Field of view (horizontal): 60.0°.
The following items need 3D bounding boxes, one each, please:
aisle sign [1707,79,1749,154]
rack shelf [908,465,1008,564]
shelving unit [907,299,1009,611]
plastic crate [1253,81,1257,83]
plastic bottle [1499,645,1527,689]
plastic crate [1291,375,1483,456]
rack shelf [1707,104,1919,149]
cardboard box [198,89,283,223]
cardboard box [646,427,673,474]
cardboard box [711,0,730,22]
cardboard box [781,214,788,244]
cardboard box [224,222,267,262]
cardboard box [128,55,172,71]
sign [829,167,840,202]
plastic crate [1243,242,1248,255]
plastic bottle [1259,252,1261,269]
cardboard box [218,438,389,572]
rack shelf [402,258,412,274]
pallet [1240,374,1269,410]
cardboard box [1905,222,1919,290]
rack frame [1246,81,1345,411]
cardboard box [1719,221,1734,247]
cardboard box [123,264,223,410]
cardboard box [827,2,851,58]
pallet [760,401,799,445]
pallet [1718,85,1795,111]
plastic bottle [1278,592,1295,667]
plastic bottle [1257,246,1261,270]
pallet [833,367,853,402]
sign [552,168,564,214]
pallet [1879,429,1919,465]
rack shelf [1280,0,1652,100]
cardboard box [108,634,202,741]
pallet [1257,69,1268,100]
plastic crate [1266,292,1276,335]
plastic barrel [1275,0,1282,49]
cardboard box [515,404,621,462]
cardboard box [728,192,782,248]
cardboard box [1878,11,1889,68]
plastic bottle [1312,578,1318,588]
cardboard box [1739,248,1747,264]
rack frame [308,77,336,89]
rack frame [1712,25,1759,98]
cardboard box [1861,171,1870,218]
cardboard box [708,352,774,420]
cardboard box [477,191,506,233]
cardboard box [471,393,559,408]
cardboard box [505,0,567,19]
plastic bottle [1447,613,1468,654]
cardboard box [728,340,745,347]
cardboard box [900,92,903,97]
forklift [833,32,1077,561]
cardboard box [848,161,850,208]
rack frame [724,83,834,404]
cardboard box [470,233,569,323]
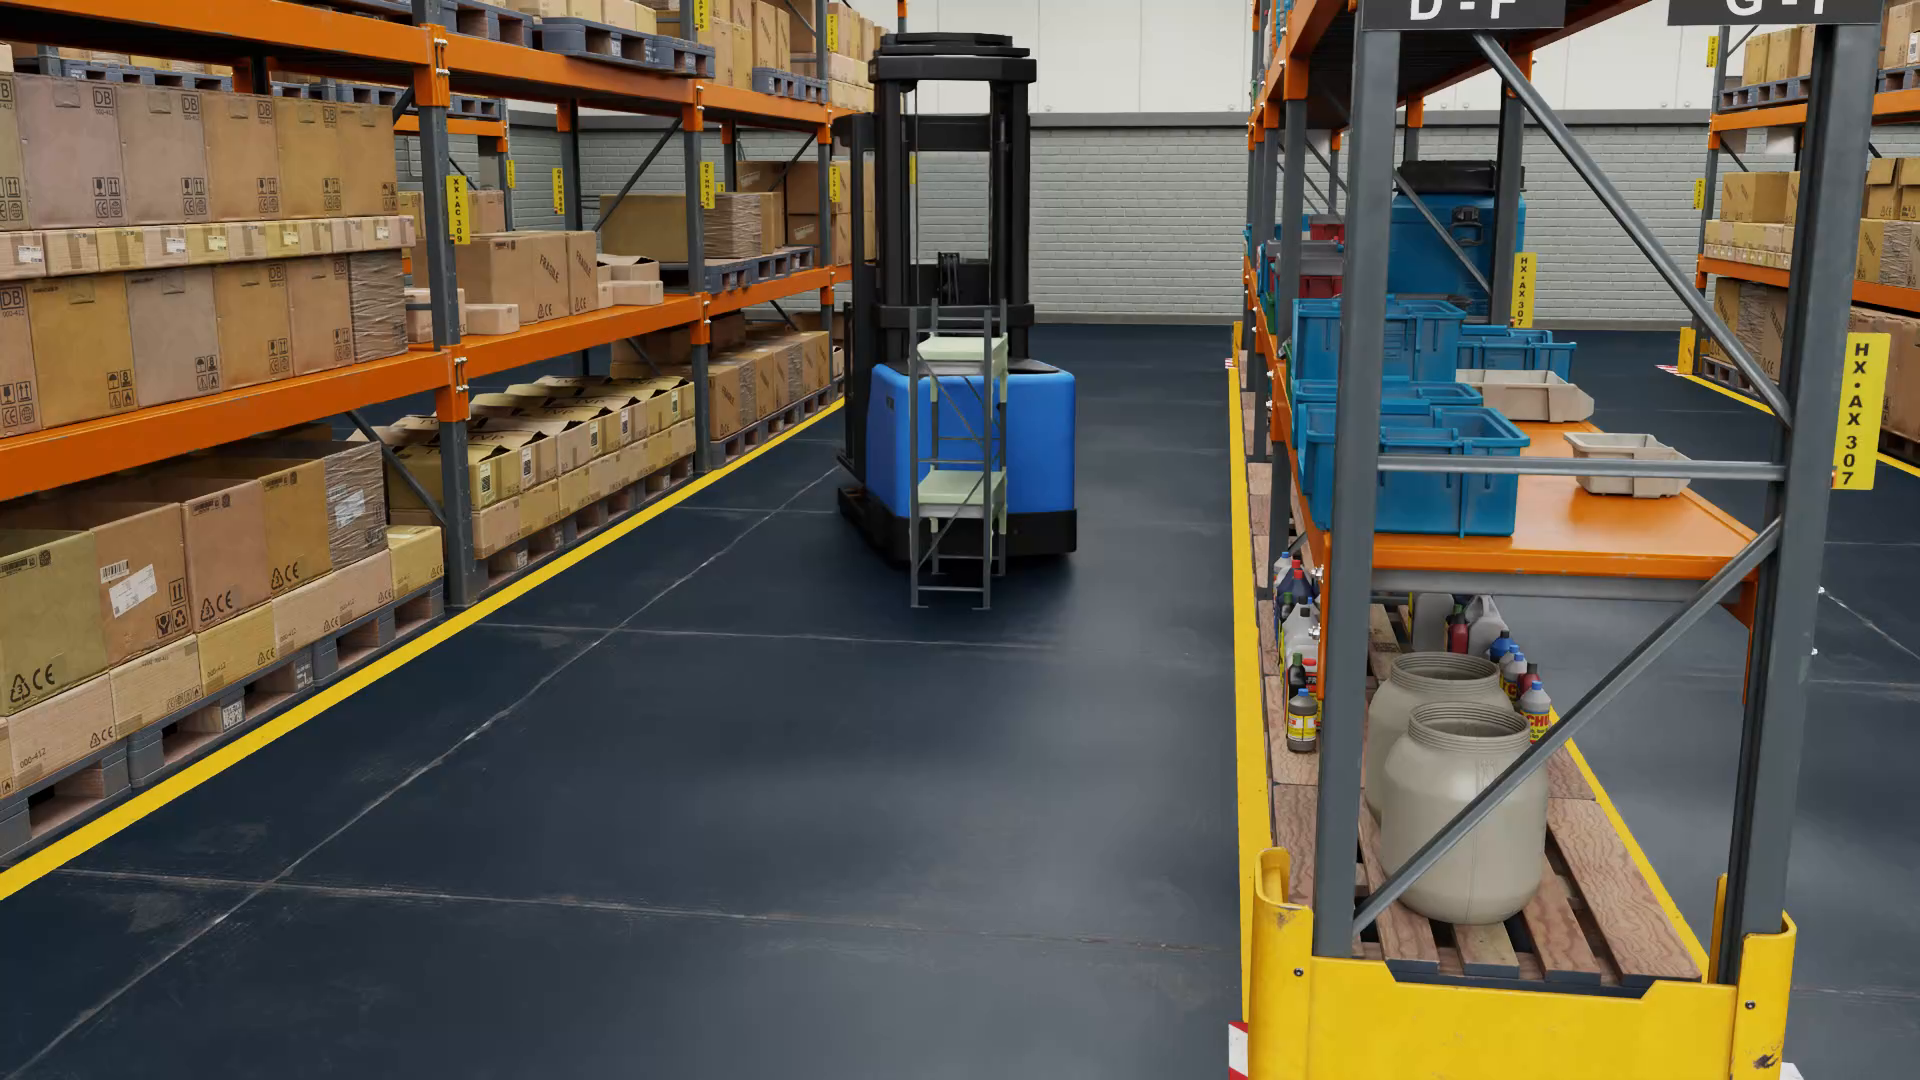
[{"bbox_3d":[8.385,-4.615,18.118,0.394,0.787,0.004,2,12,9],"label":"aisle sign"},{"bbox_3d":[0.001,-0.144,8.647,0.431,0.370,0.720,2,12,7],"label":"rack shelf"},{"bbox_3d":[0.001,-0.462,8.579,0.431,1.500,0.755,2,12,7],"label":"shelving unit"},{"bbox_3d":[2.986,-4.232,15.788,0.416,0.233,0.300,2,12,9],"label":"plastic crate"},{"bbox_3d":[1.971,0.510,5.941,0.097,0.271,0.097,0,12,0],"label":"plastic bottle"},{"bbox_3d":[1.203,-0.326,4.738,0.499,0.251,0.408,2,12,9],"label":"plastic crate"},{"bbox_3d":[8.363,-4.018,16.106,1.077,0.370,4.000,2,12,9],"label":"rack shelf"},{"bbox_3d":[-3.179,-1.525,6.631,0.700,0.500,0.500,2,12,9],"label":"cardboard box"},{"bbox_3d":[-2.263,-0.613,11.245,0.500,0.250,0.500,2,12,8],"label":"cardboard box"},{"bbox_3d":[-2.117,-4.283,13.017,0.500,0.500,0.500,2,12,9],"label":"cardboard box"},{"bbox_3d":[-1.909,-2.970,16.418,0.500,0.500,0.500,2,12,10],"label":"cardboard box"},{"bbox_3d":[-2.990,-1.182,6.580,0.380,0.149,0.250,2,12,10],"label":"cardboard box"},{"bbox_3d":[-7.098,-4.196,13.941,0.700,0.500,0.500,3,12,12],"label":"cardboard box"},{"bbox_3d":[-1.183,-3.358,15.705,0.100,0.325,0.005,2,12,9],"label":"sign"},{"bbox_3d":[3.178,-3.135,17.902,0.250,0.136,0.298,2,12,9],"label":"plastic crate"},{"bbox_3d":[2.536,-2.262,13.664,0.152,0.276,0.135,2,12,9],"label":"plastic bottle"},{"bbox_3d":[-2.907,-0.164,7.384,0.500,0.500,0.500,2,12,9],"label":"cardboard box"},{"bbox_3d":[-6.320,-3.033,18.656,1.077,0.370,4.000,2,12,9],"label":"rack shelf"},{"bbox_3d":[3.236,-1.439,16.169,1.003,0.211,1.213,2,12,9],"label":"pallet"},{"bbox_3d":[7.510,-2.132,12.528,0.500,0.500,0.500,2,12,10],"label":"cardboard box"},{"bbox_3d":[3.161,-2.648,15.159,1.000,3.000,0.127,2,12,9],"label":"rack frame"},{"bbox_3d":[8.257,-3.192,17.336,0.500,0.250,0.500,2,12,8],"label":"cardboard box"},{"bbox_3d":[-3.258,-0.779,6.250,0.700,0.500,0.500,2,12,10],"label":"cardboard box"},{"bbox_3d":[-1.478,-5.015,16.412,0.700,0.500,0.500,2,12,9],"label":"cardboard box"},{"bbox_3d":[-2.005,-1.020,14.228,1.003,0.211,1.213,2,12,9],"label":"pallet"},{"bbox_3d":[8.567,-4.588,17.253,1.003,0.211,1.213,2,12,9],"label":"pallet"},{"bbox_3d":[1.301,0.357,6.618,0.061,0.283,0.133,2,12,11],"label":"plastic bottle"},{"bbox_3d":[2.658,-2.427,14.428,0.152,0.276,0.135,2,12,9],"label":"plastic bottle"},{"bbox_3d":[-1.626,-1.589,16.864,1.003,0.211,1.213,2,12,9],"label":"pallet"},{"bbox_3d":[-2.885,-2.519,12.002,0.100,0.325,0.005,2,12,9],"label":"sign"},{"bbox_3d":[7.826,-0.706,12.769,1.003,0.211,1.213,2,12,9],"label":"pallet"},{"bbox_3d":[1.623,-1.681,5.259,1.077,0.370,4.000,2,12,9],"label":"rack shelf"},{"bbox_3d":[-3.125,0.515,6.012,0.500,0.250,0.500,2,12,9],"label":"cardboard box"},{"bbox_3d":[3.137,-3.855,14.091,1.213,0.211,1.003,2,12,9],"label":"pallet"},{"bbox_3d":[1.920,-1.250,9.178,0.450,0.188,0.662,2,12,9],"label":"plastic crate"},{"bbox_3d":[1.996,-3.079,8.850,0.600,0.901,0.708,2,12,9],"label":"plastic barrel"},{"bbox_3d":[-2.418,-0.677,10.213,0.500,0.311,0.500,2,12,10],"label":"cardboard box"},{"bbox_3d":[-2.026,-2.972,15.428,0.700,0.500,0.500,-2,12,-10],"label":"cardboard box"},{"bbox_3d":[8.116,-4.421,14.798,0.700,0.500,0.500,1,12,5],"label":"cardboard box"},{"bbox_3d":[1.532,0.254,7.097,0.061,0.283,0.133,2,12,9],"label":"plastic bottle"},{"bbox_3d":[8.095,-2.866,16.769,0.380,0.149,0.250,2,12,8],"label":"cardboard box"},{"bbox_3d":[-6.628,-5.901,16.016,1.000,3.000,0.127,2,12,9],"label":"rack frame"},{"bbox_3d":[8.671,-6.252,17.646,1.000,3.000,0.127,2,12,9],"label":"rack frame"},{"bbox_3d":[7.862,-3.030,14.804,0.500,0.500,0.500,2,12,10],"label":"cardboard box"},{"bbox_3d":[-1.838,-1.268,13.647,0.500,0.500,0.500,2,12,8],"label":"cardboard box"},{"bbox_3d":[-6.081,-3.841,19.986,0.980,0.700,0.700,2,12,11],"label":"cardboard box"},{"bbox_3d":[-2.871,-0.796,10.767,0.500,0.311,0.500,2,12,7],"label":"cardboard box"},{"bbox_3d":[-2.608,-3.138,9.673,0.500,0.250,0.500,1,12,4],"label":"cardboard box"},{"bbox_3d":[1.903,0.411,6.367,0.061,0.283,0.133,2,12,9],"label":"plastic bottle"},{"bbox_3d":[-2.203,-1.494,14.695,0.500,0.500,0.500,2,12,9],"label":"cardboard box"},{"bbox_3d":[-0.944,-5.164,18.883,0.500,0.250,0.500,2,12,9],"label":"cardboard box"},{"bbox_3d":[-0.175,-1.578,10.359,1.130,2.935,3.031,-3,12,-13],"label":"forklift"},{"bbox_3d":[-1.303,-3.543,16.702,0.500,0.500,0.500,1,12,7],"label":"cardboard box"},{"bbox_3d":[-1.732,-2.809,15.907,1.000,3.000,0.127,2,12,9],"label":"rack frame"},{"bbox_3d":[-2.670,-1.566,9.901,0.500,0.500,0.500,2,12,9],"label":"cardboard box"}]
